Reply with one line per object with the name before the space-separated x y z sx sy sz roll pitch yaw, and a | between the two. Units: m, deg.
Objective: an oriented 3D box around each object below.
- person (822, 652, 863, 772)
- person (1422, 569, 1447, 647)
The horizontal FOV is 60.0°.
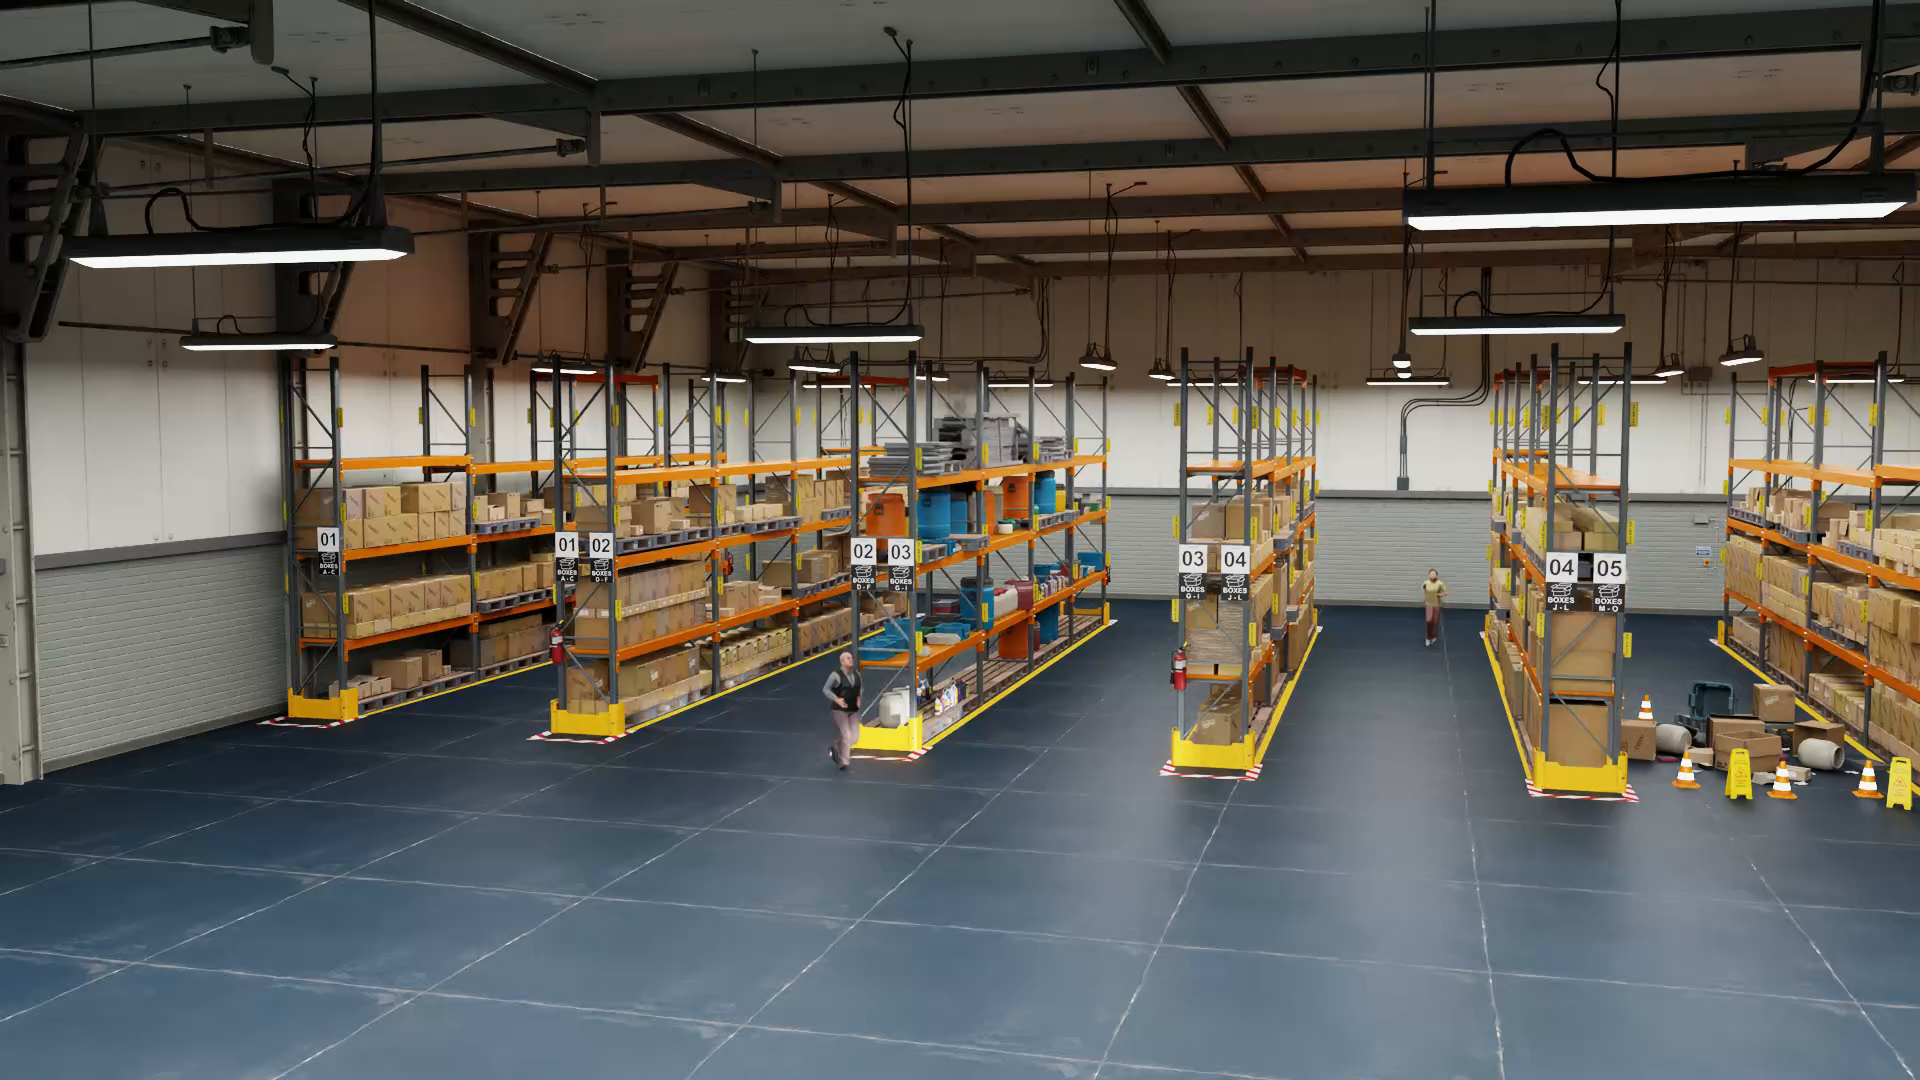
person | -1.653 2.446 23.746 0.673 1.696 0.635 -4 5 -40
person | 10.442 1.492 36.624 0.556 1.703 0.717 1 4 19
